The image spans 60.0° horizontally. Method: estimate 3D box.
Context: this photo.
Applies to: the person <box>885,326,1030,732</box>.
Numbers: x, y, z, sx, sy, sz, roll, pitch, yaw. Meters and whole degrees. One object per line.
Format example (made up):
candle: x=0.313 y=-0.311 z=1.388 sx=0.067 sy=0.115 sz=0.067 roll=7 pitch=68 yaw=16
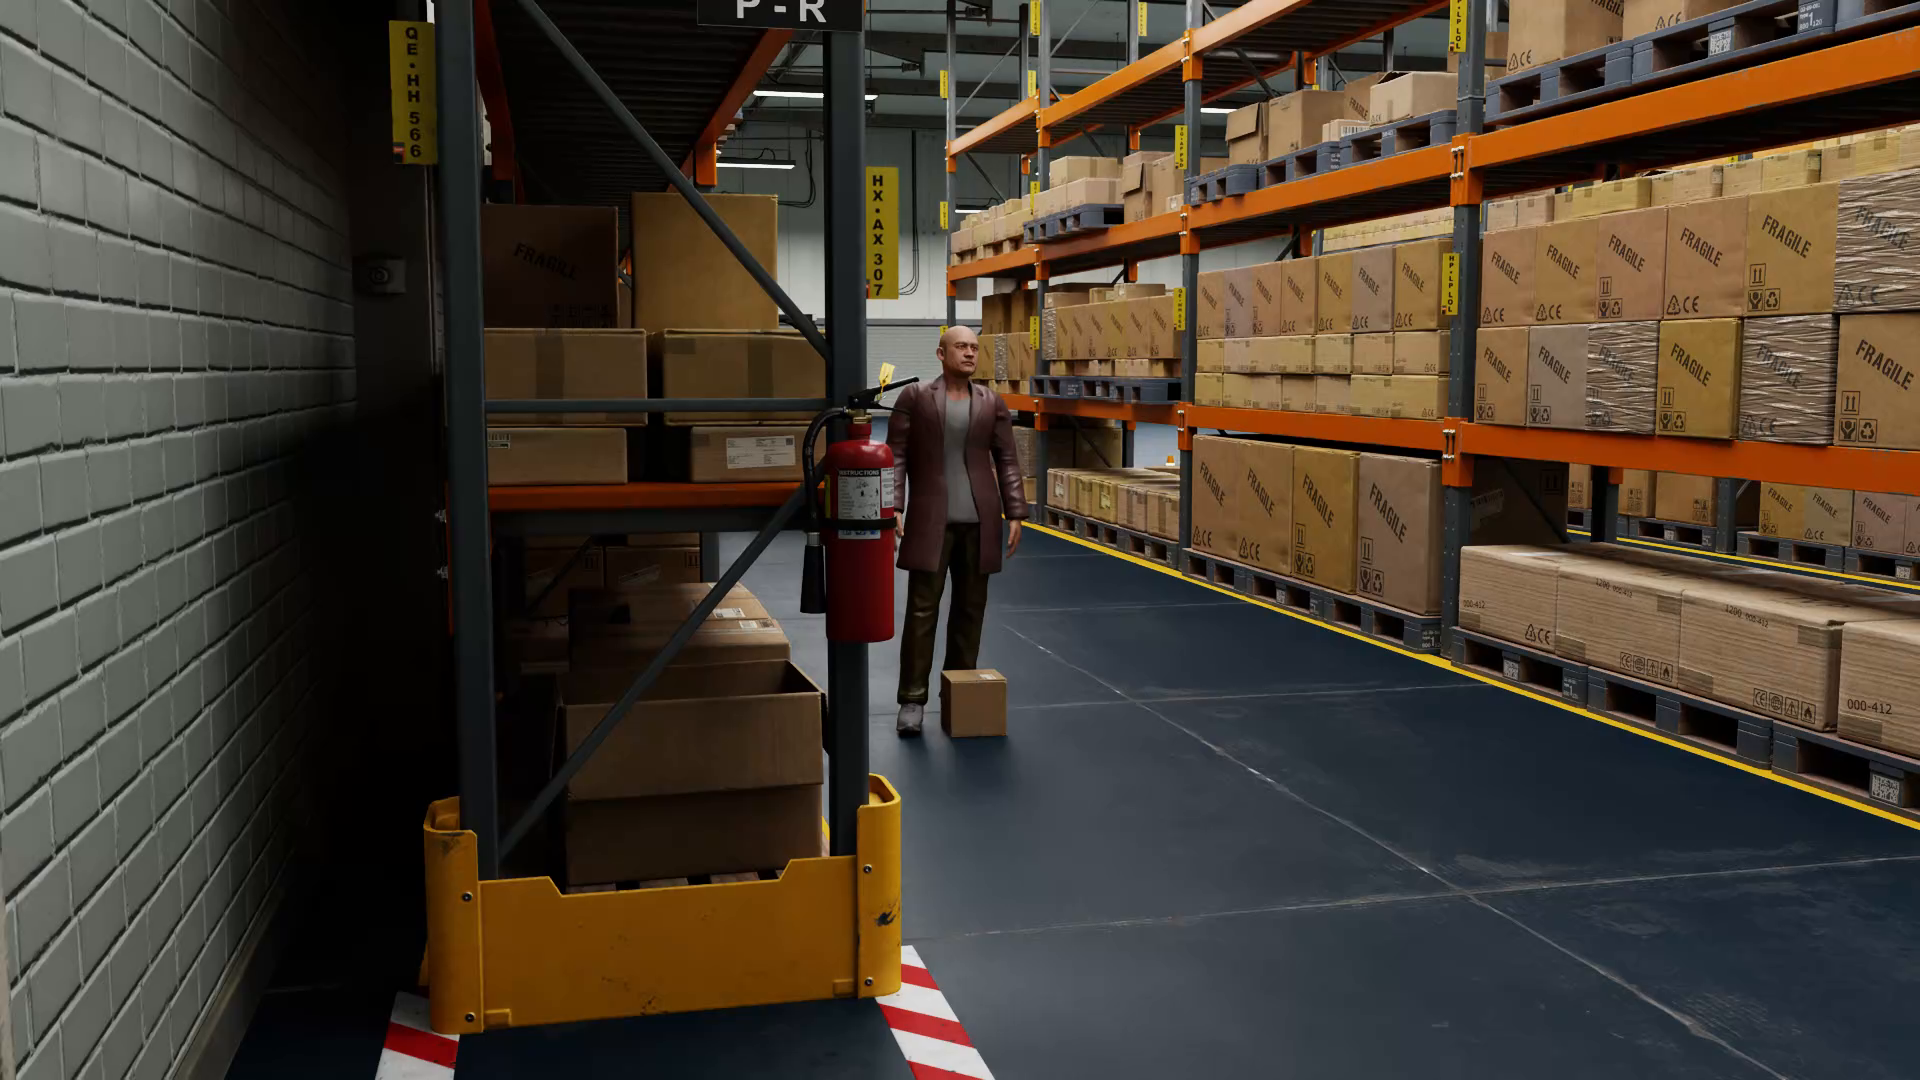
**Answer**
person: x=-0.008 y=-0.067 z=7.439 sx=0.695 sy=1.776 sz=0.581 roll=-1 pitch=6 yaw=-13
